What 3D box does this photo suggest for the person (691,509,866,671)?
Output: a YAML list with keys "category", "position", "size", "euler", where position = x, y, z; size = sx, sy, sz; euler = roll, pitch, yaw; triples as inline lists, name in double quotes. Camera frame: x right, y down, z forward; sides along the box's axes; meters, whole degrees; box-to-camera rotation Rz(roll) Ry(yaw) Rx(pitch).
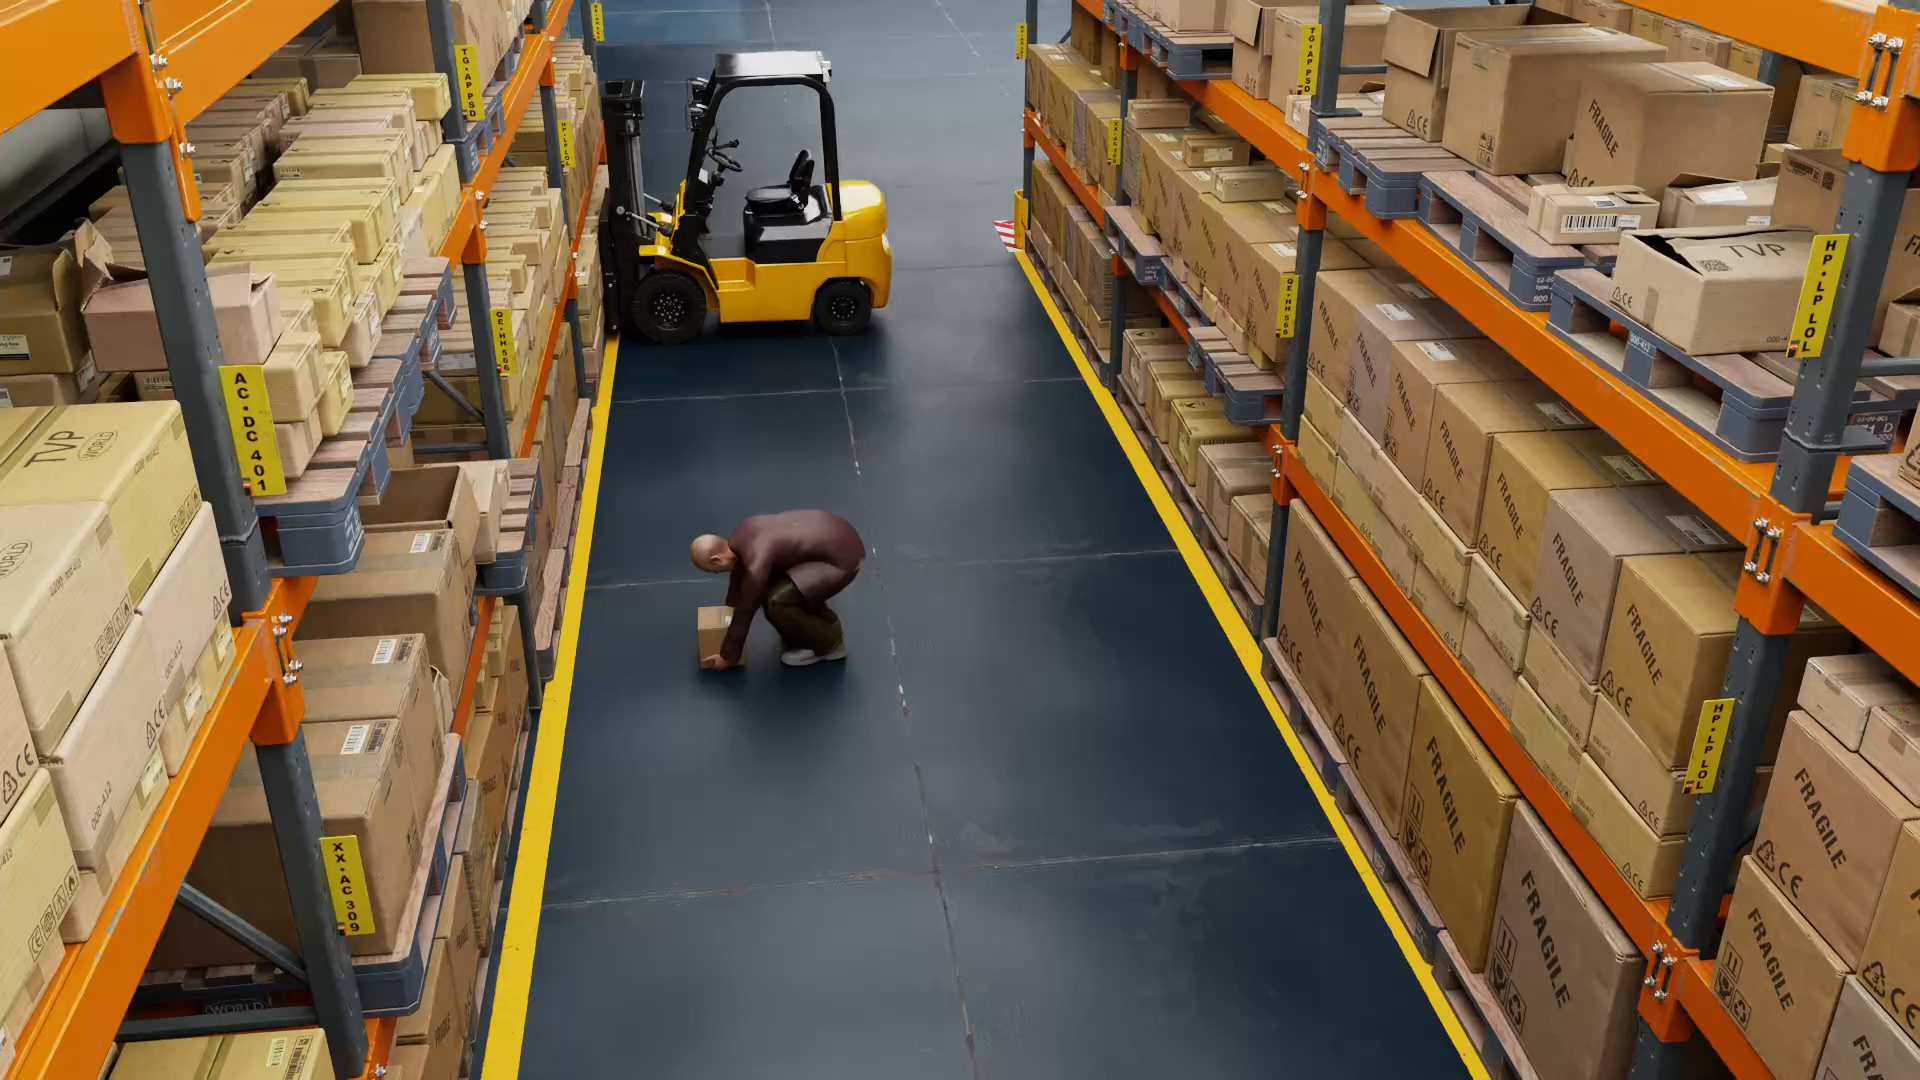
- category: "person"
  position: [-0.991, 0.261, 9.190]
  size: [0.951, 0.850, 0.584]
  euler: [-4, 27, -9]
